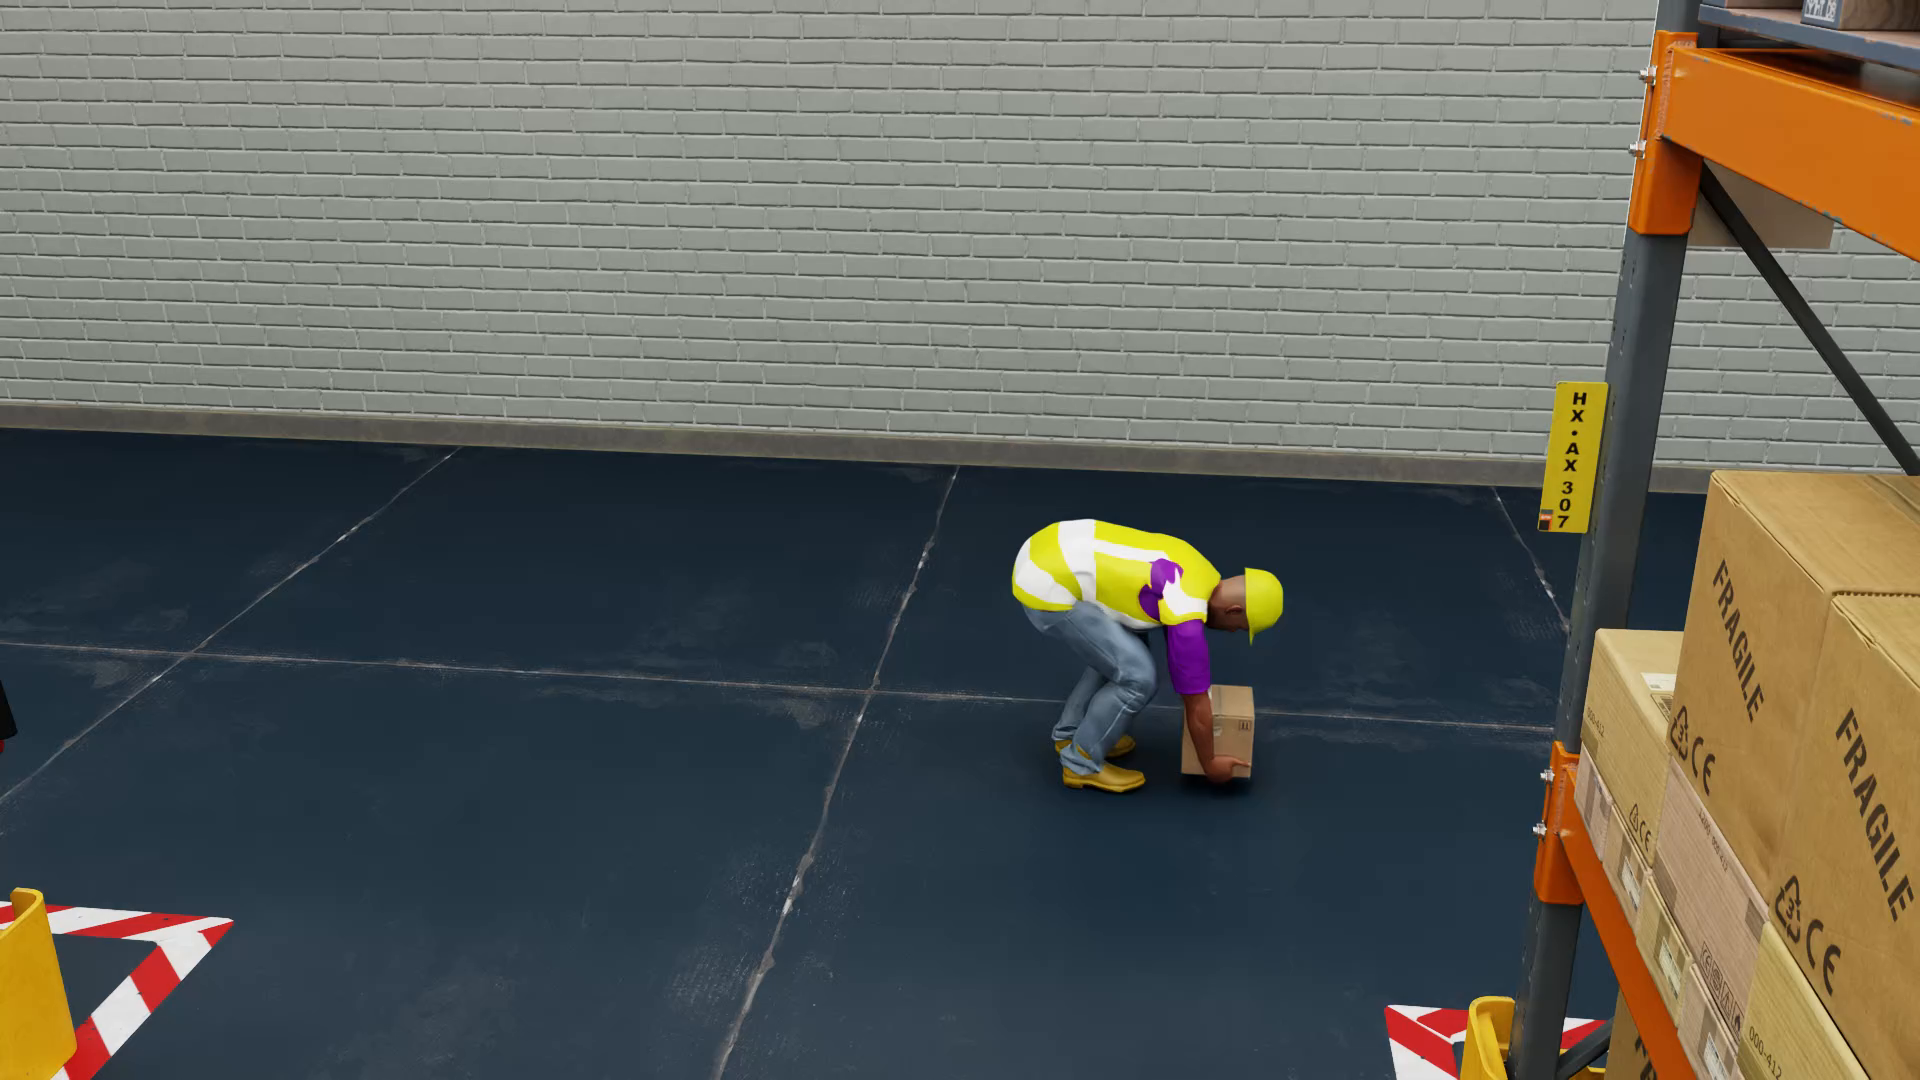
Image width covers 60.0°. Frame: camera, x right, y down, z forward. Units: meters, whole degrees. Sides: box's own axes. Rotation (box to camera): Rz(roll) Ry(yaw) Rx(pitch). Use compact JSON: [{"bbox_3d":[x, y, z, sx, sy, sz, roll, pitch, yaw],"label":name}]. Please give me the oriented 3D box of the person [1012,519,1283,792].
[{"bbox_3d":[0.673,0.408,6.078,0.974,0.980,0.493,1,21,4],"label":"person"}]
